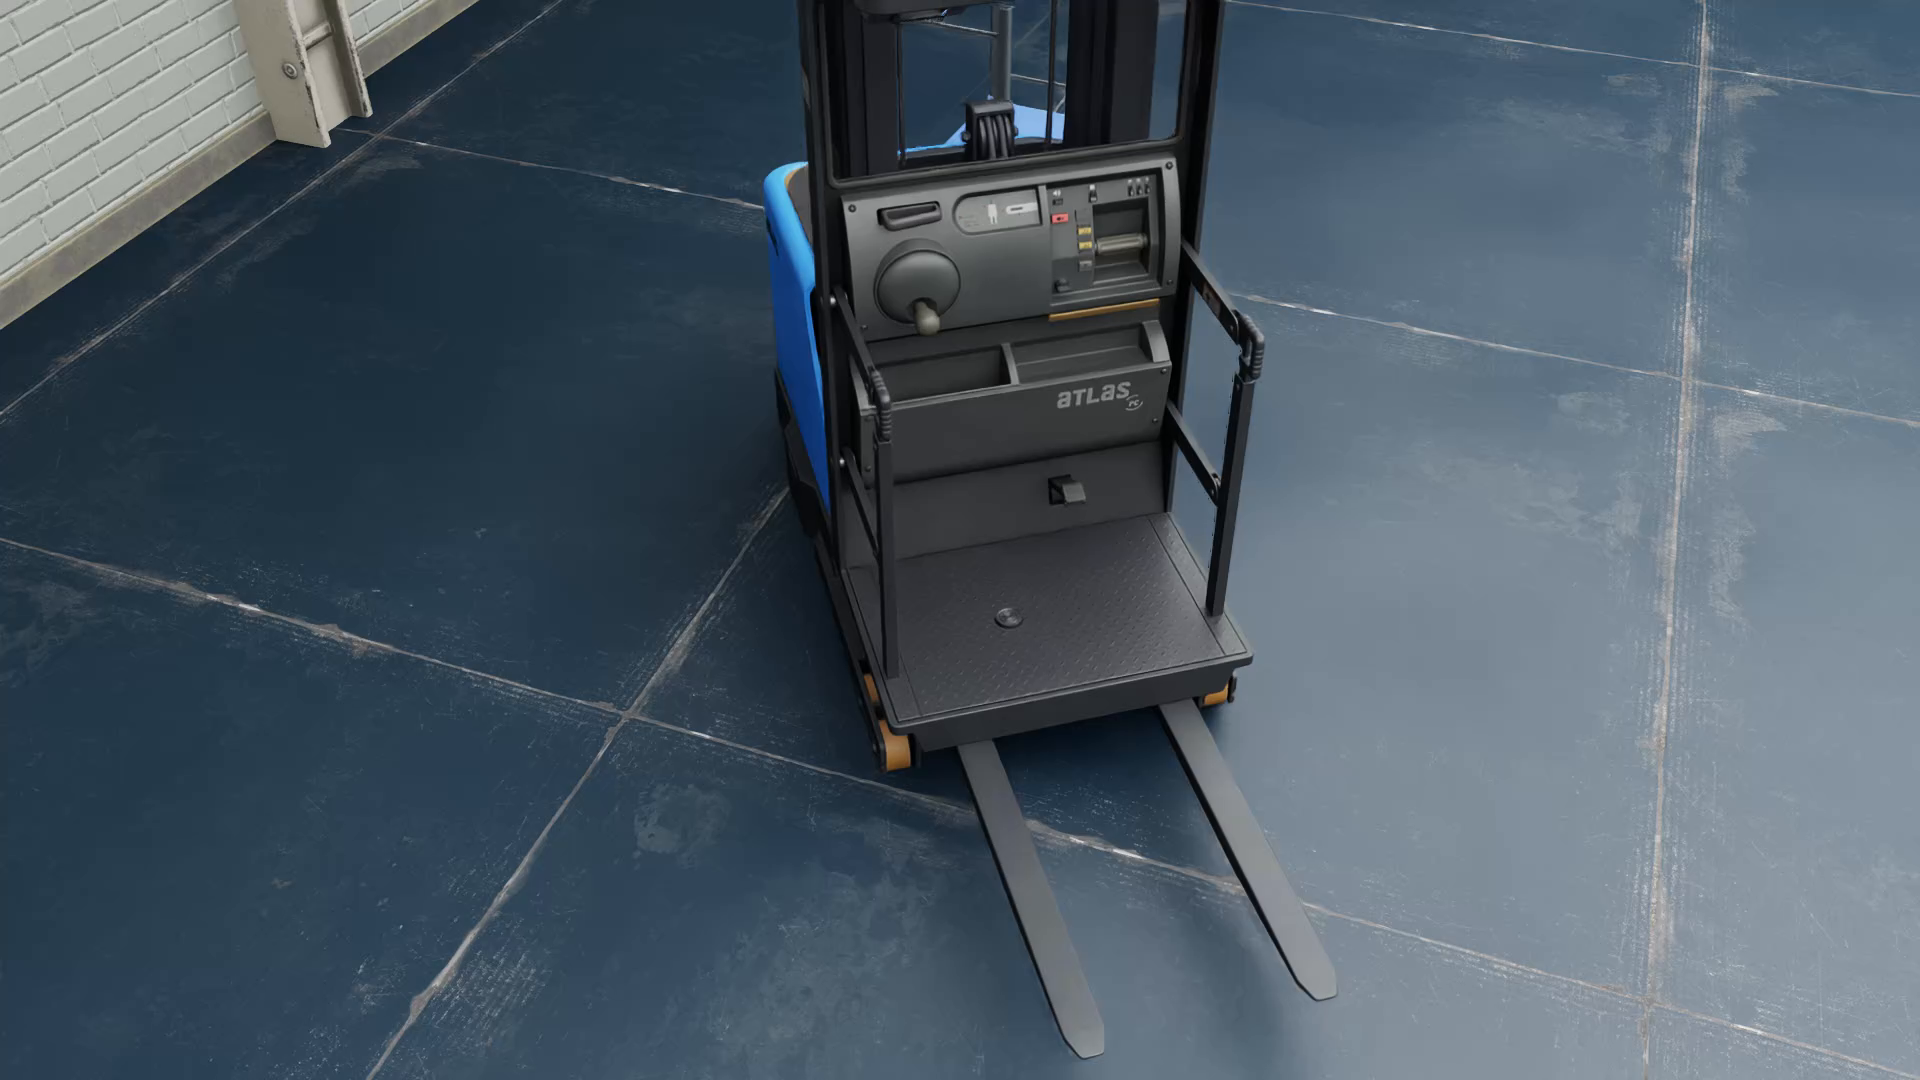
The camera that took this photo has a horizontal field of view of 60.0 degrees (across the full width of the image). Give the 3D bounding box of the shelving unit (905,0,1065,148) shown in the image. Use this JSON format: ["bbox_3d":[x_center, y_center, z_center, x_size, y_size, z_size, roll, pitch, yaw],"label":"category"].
[{"bbox_3d":[0.147,-1.558,6.421,0.538,1.500,1.048,16,43,18],"label":"shelving unit"}]

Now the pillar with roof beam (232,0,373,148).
[{"bbox_3d":[0.933,-4.495,4.086,9.100,9.000,0.400,13,42,15],"label":"pillar with roof beam"}]

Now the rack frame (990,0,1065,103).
[{"bbox_3d":[0.357,-1.859,6.773,0.500,1.500,0.032,16,43,18],"label":"rack frame"}]

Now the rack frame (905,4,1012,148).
[{"bbox_3d":[-0.063,-1.258,6.068,0.500,1.500,0.032,16,43,18],"label":"rack frame"}]

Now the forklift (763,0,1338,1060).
[{"bbox_3d":[0.208,-0.714,4.329,1.130,2.935,3.031,-10,42,-12],"label":"forklift"}]

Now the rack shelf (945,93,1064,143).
[{"bbox_3d":[0.147,-1.421,6.537,0.538,0.185,1.000,16,43,18],"label":"rack shelf"}]
